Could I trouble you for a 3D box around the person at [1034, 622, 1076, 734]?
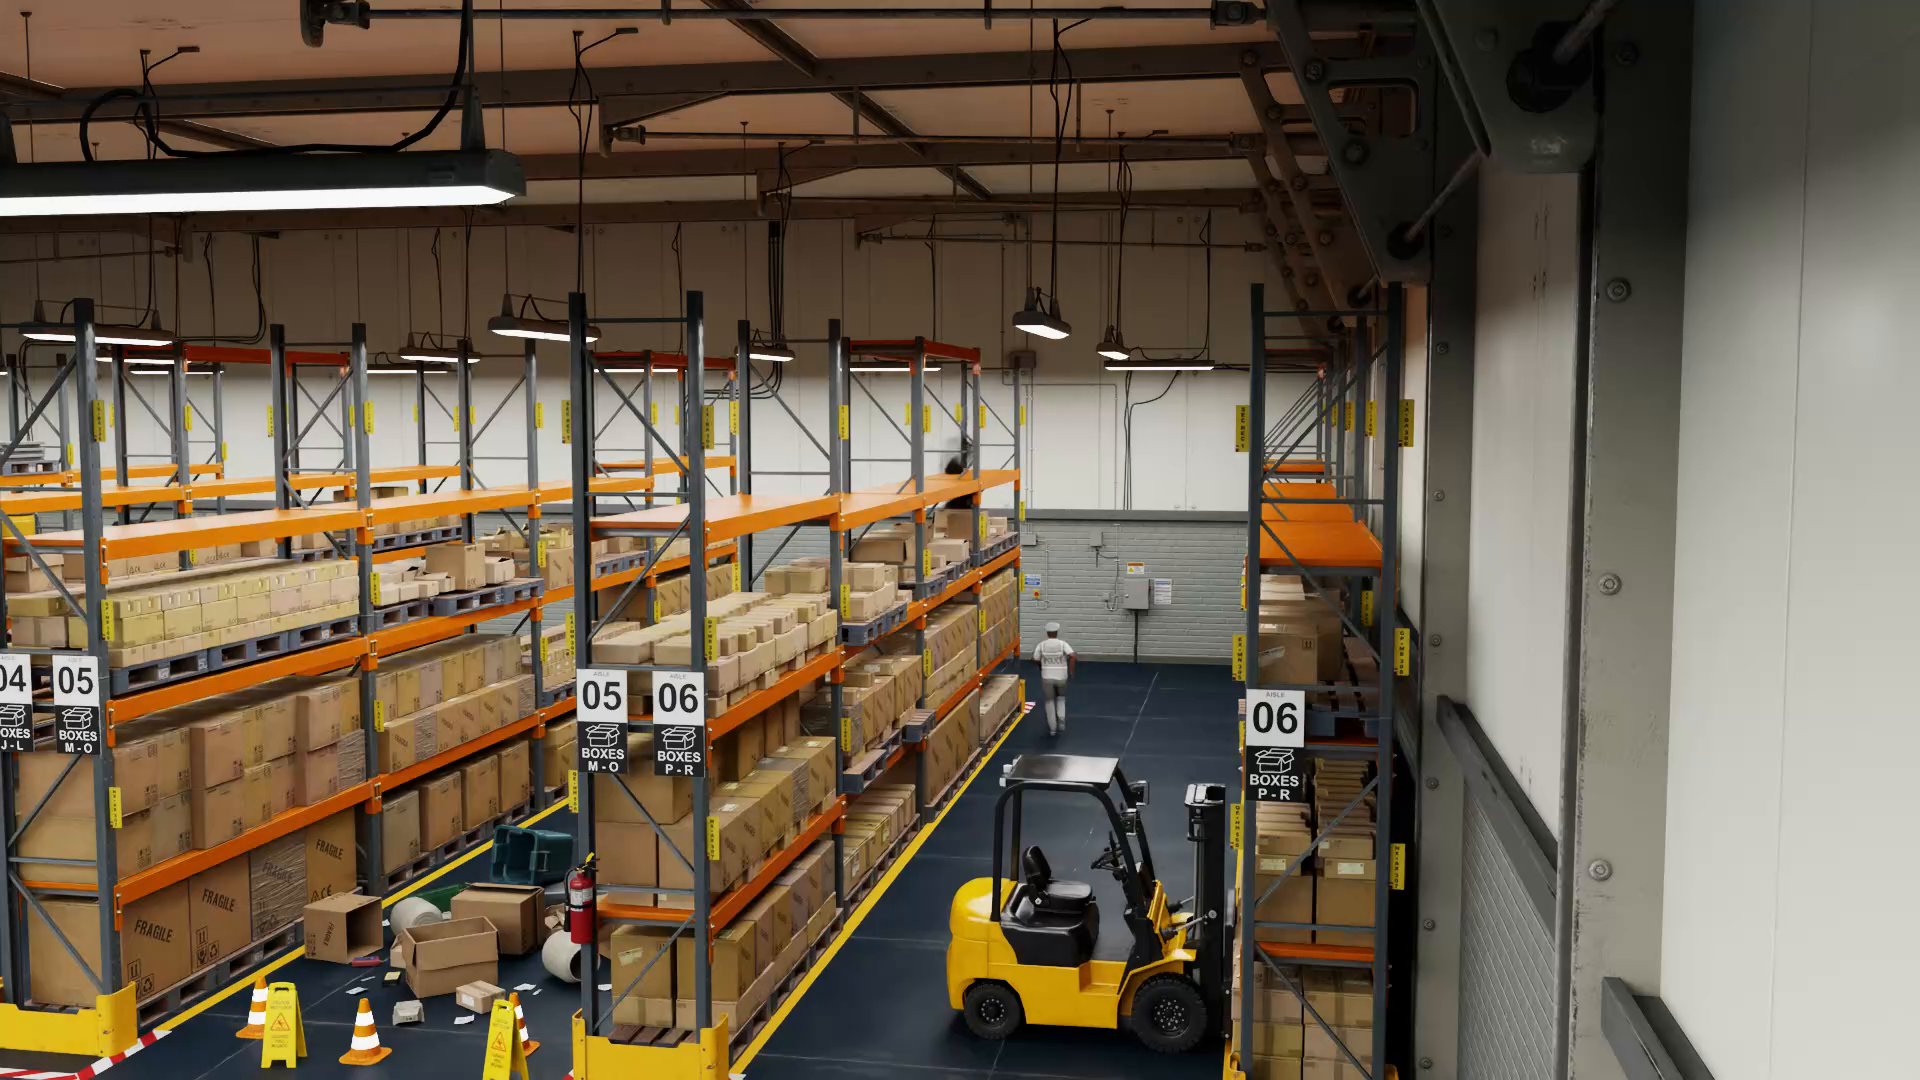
[{"bbox_3d":[1.486,2.173,26.261,0.652,1.773,0.653,0,5,-1],"label":"person"}]
